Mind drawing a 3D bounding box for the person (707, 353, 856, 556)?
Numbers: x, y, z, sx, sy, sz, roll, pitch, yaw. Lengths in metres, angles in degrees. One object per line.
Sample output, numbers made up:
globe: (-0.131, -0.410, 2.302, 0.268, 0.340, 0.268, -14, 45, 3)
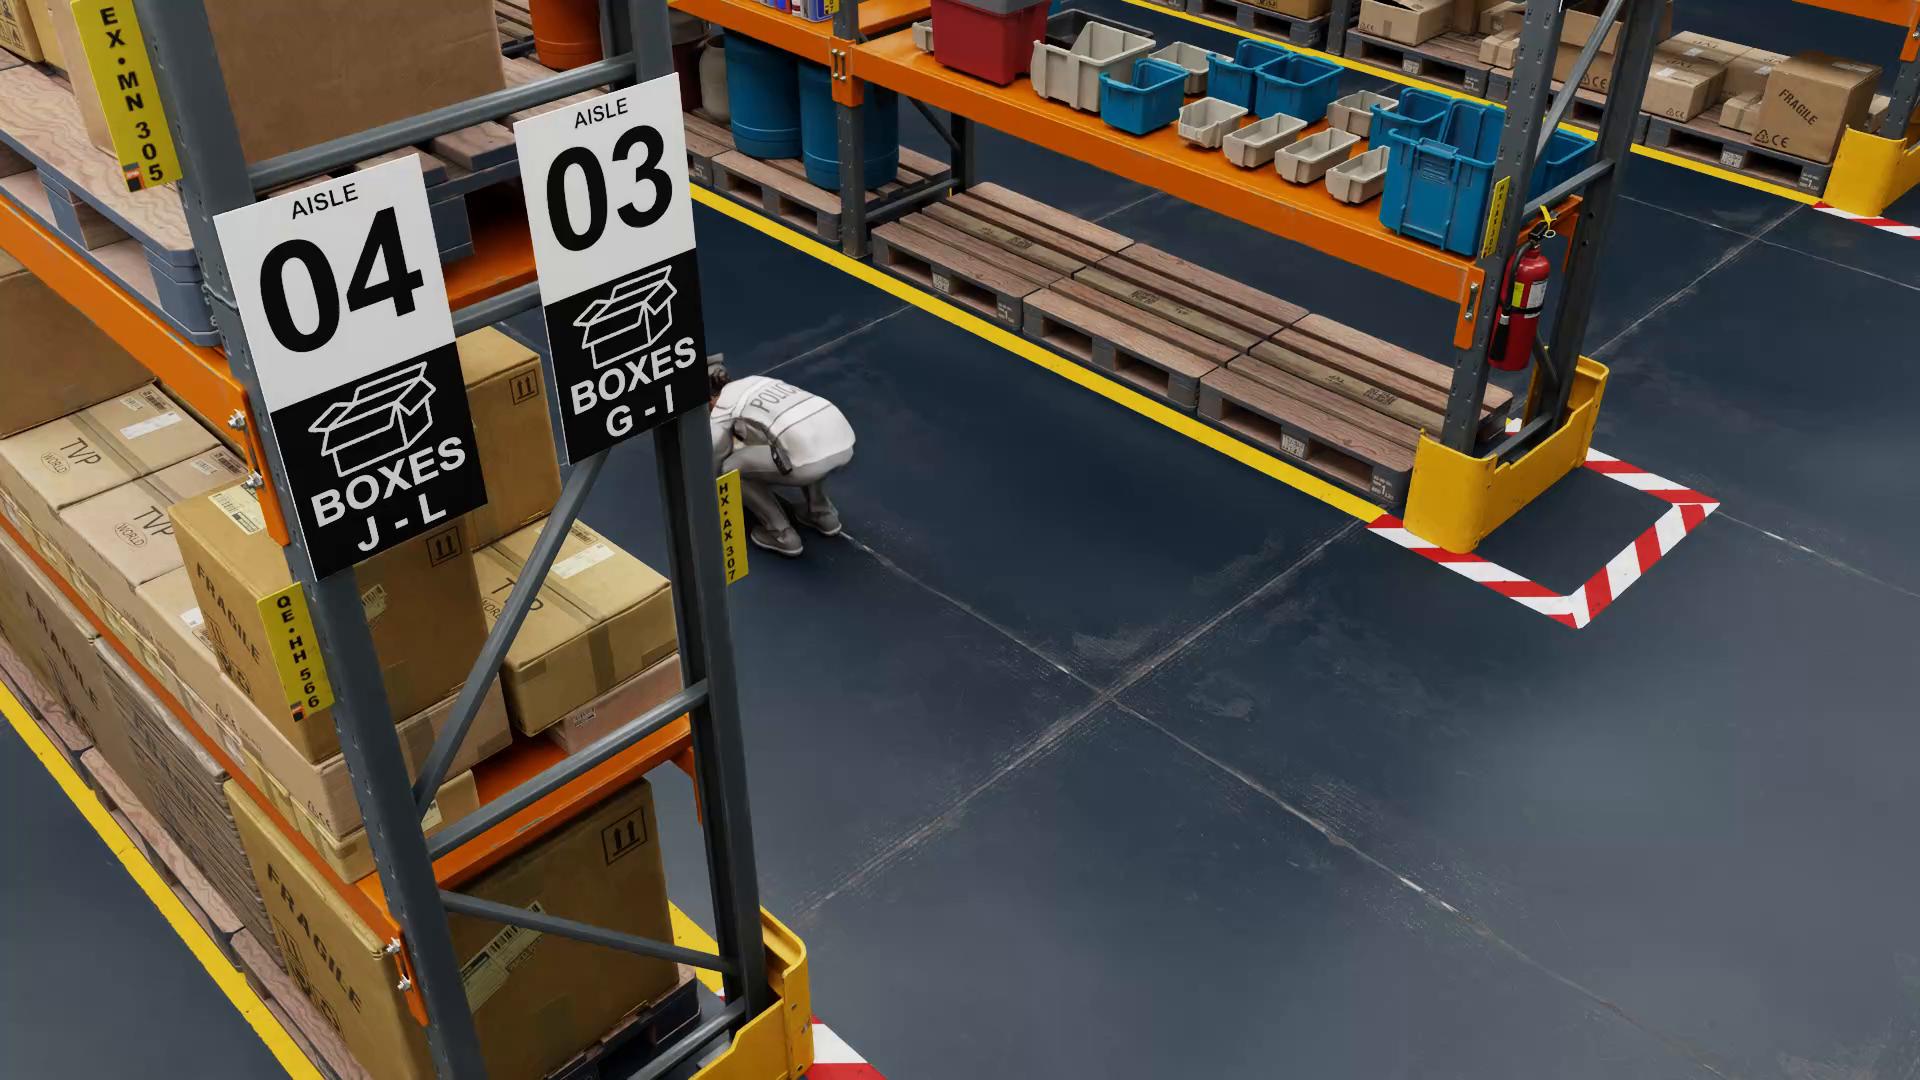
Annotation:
person: (-0.868, -0.383, 7.489, 0.915, 0.752, 0.456, 29, 45, 34)
